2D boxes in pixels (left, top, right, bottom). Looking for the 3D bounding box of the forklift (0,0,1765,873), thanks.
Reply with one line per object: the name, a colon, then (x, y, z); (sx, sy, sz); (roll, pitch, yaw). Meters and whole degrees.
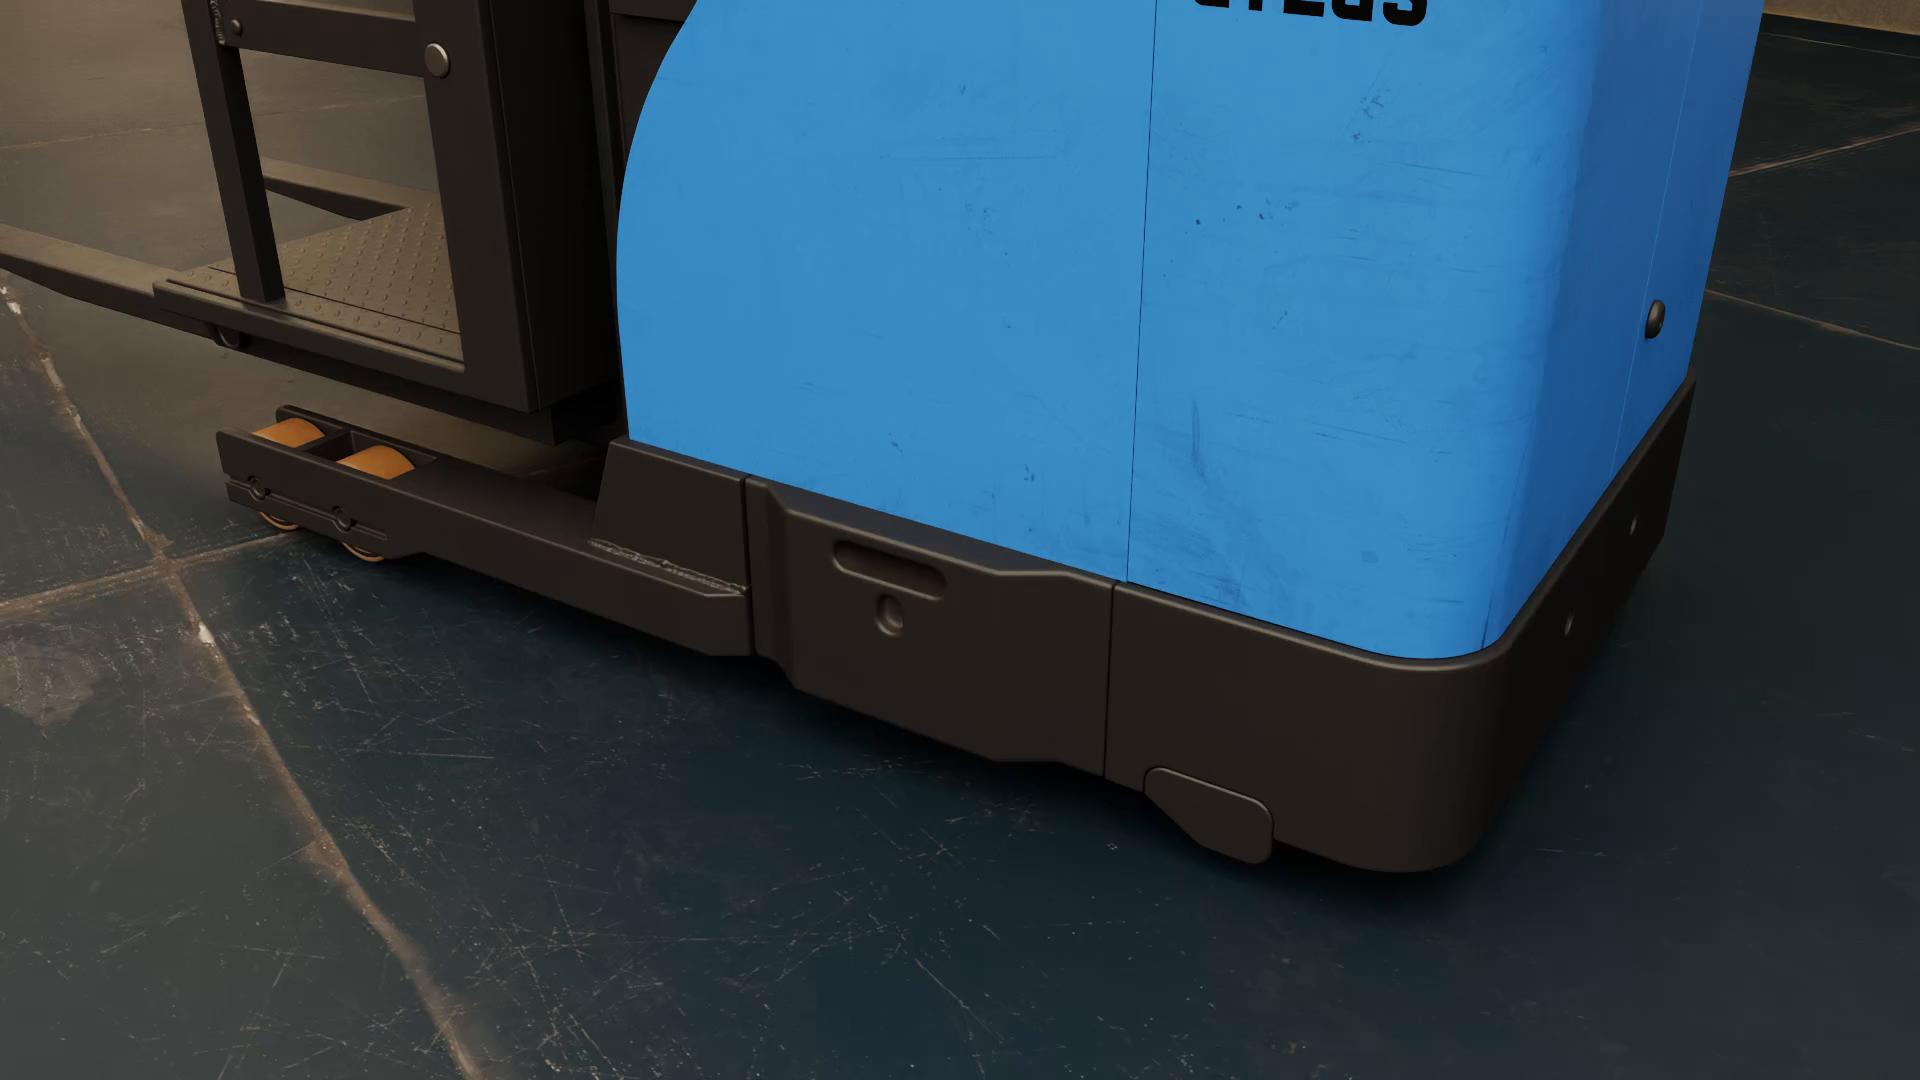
forklift: (-0.511, -1.459, 2.139); (3.031, 2.935, 1.130); (16, 31, 29)
